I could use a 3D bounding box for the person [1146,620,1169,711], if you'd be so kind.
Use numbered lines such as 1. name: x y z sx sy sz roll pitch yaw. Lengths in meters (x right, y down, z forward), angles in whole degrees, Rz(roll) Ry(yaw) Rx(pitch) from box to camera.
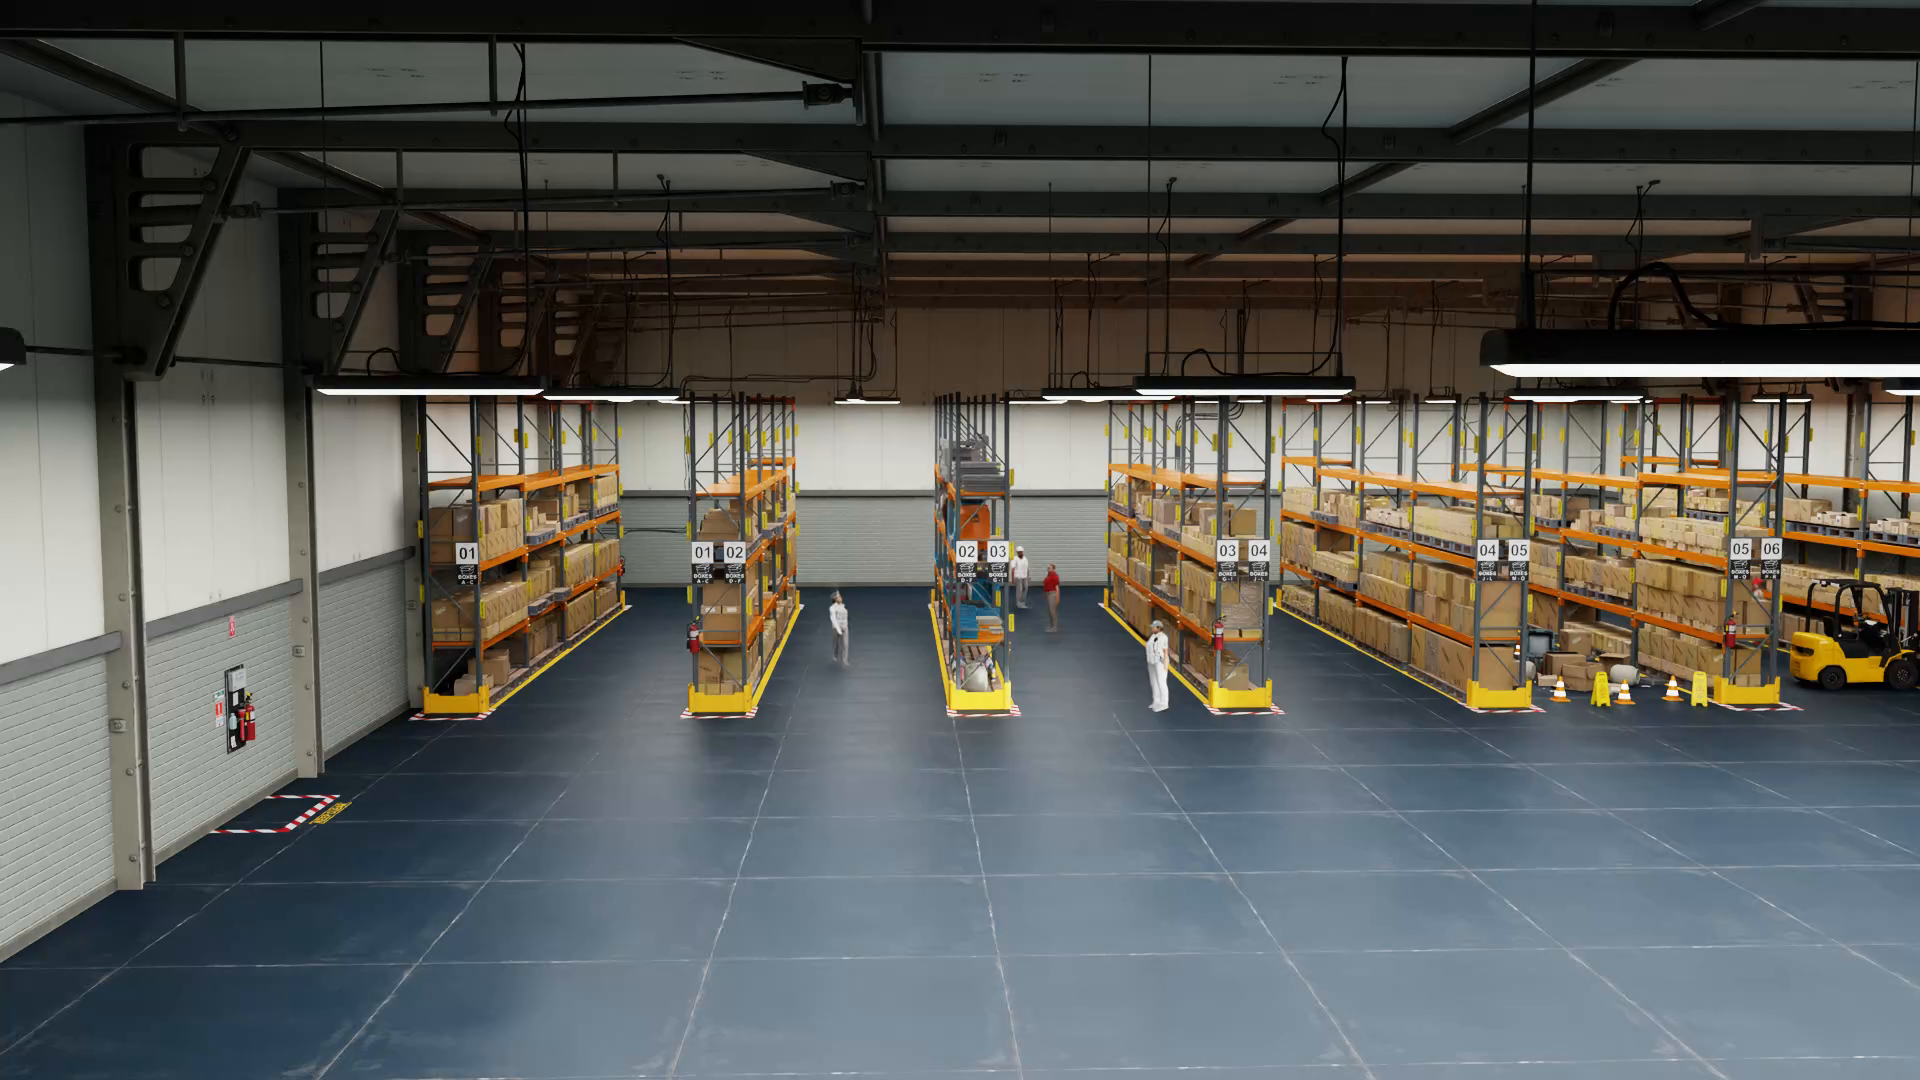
1. person: 3.747 2.367 31.547 0.436 1.671 0.598 -2 5 -26

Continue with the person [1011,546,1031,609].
1. person: 1.743 1.088 47.207 0.429 1.818 0.627 4 6 44

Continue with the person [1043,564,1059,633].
1. person: 2.304 1.469 42.325 0.388 1.734 0.615 -2 5 -19

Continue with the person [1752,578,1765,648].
1. person: 18.189 1.773 38.109 0.618 1.822 0.542 -1 5 -14

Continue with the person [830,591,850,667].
1. person: -2.651 1.945 36.673 0.443 1.641 0.979 -1 5 -10
